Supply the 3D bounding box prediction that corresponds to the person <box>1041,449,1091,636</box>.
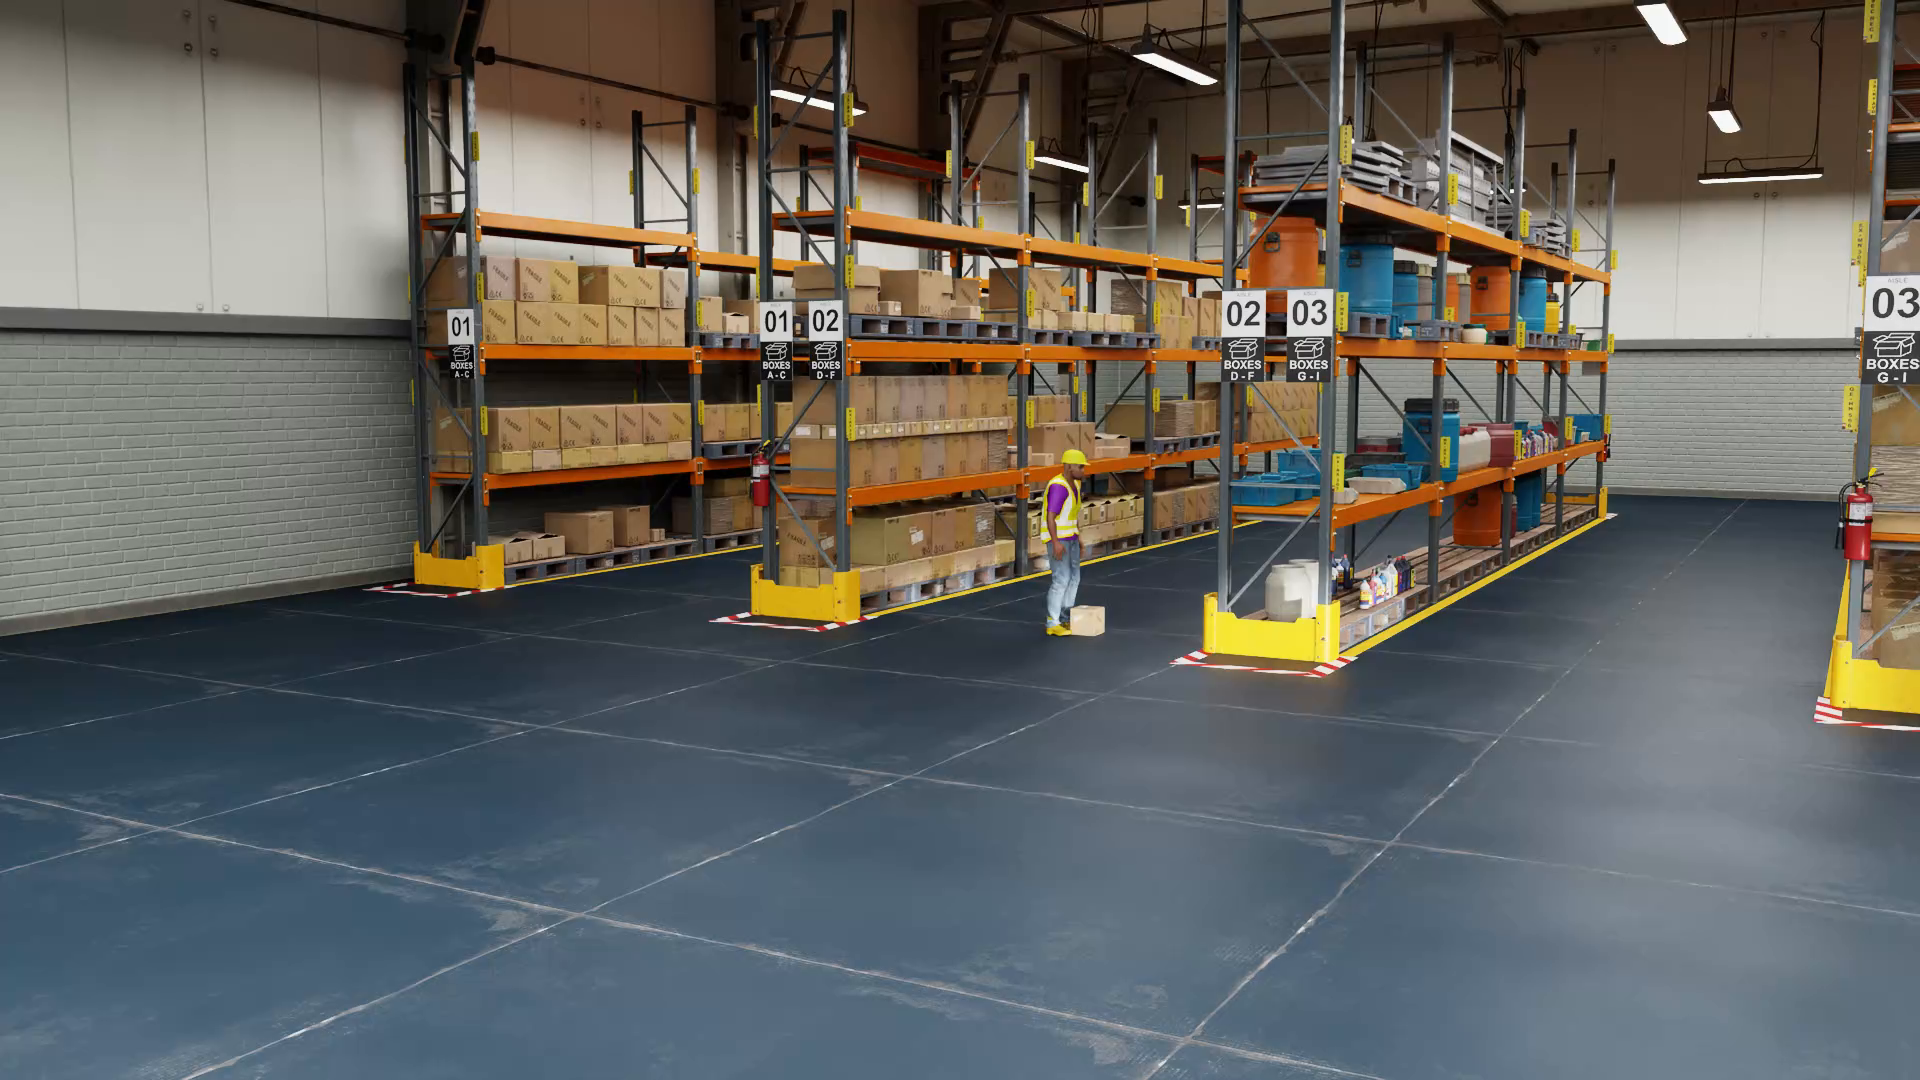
[{"bbox_3d":[1.019,0.012,15.938,0.459,1.761,0.638,3,7,27],"label":"person"}]
